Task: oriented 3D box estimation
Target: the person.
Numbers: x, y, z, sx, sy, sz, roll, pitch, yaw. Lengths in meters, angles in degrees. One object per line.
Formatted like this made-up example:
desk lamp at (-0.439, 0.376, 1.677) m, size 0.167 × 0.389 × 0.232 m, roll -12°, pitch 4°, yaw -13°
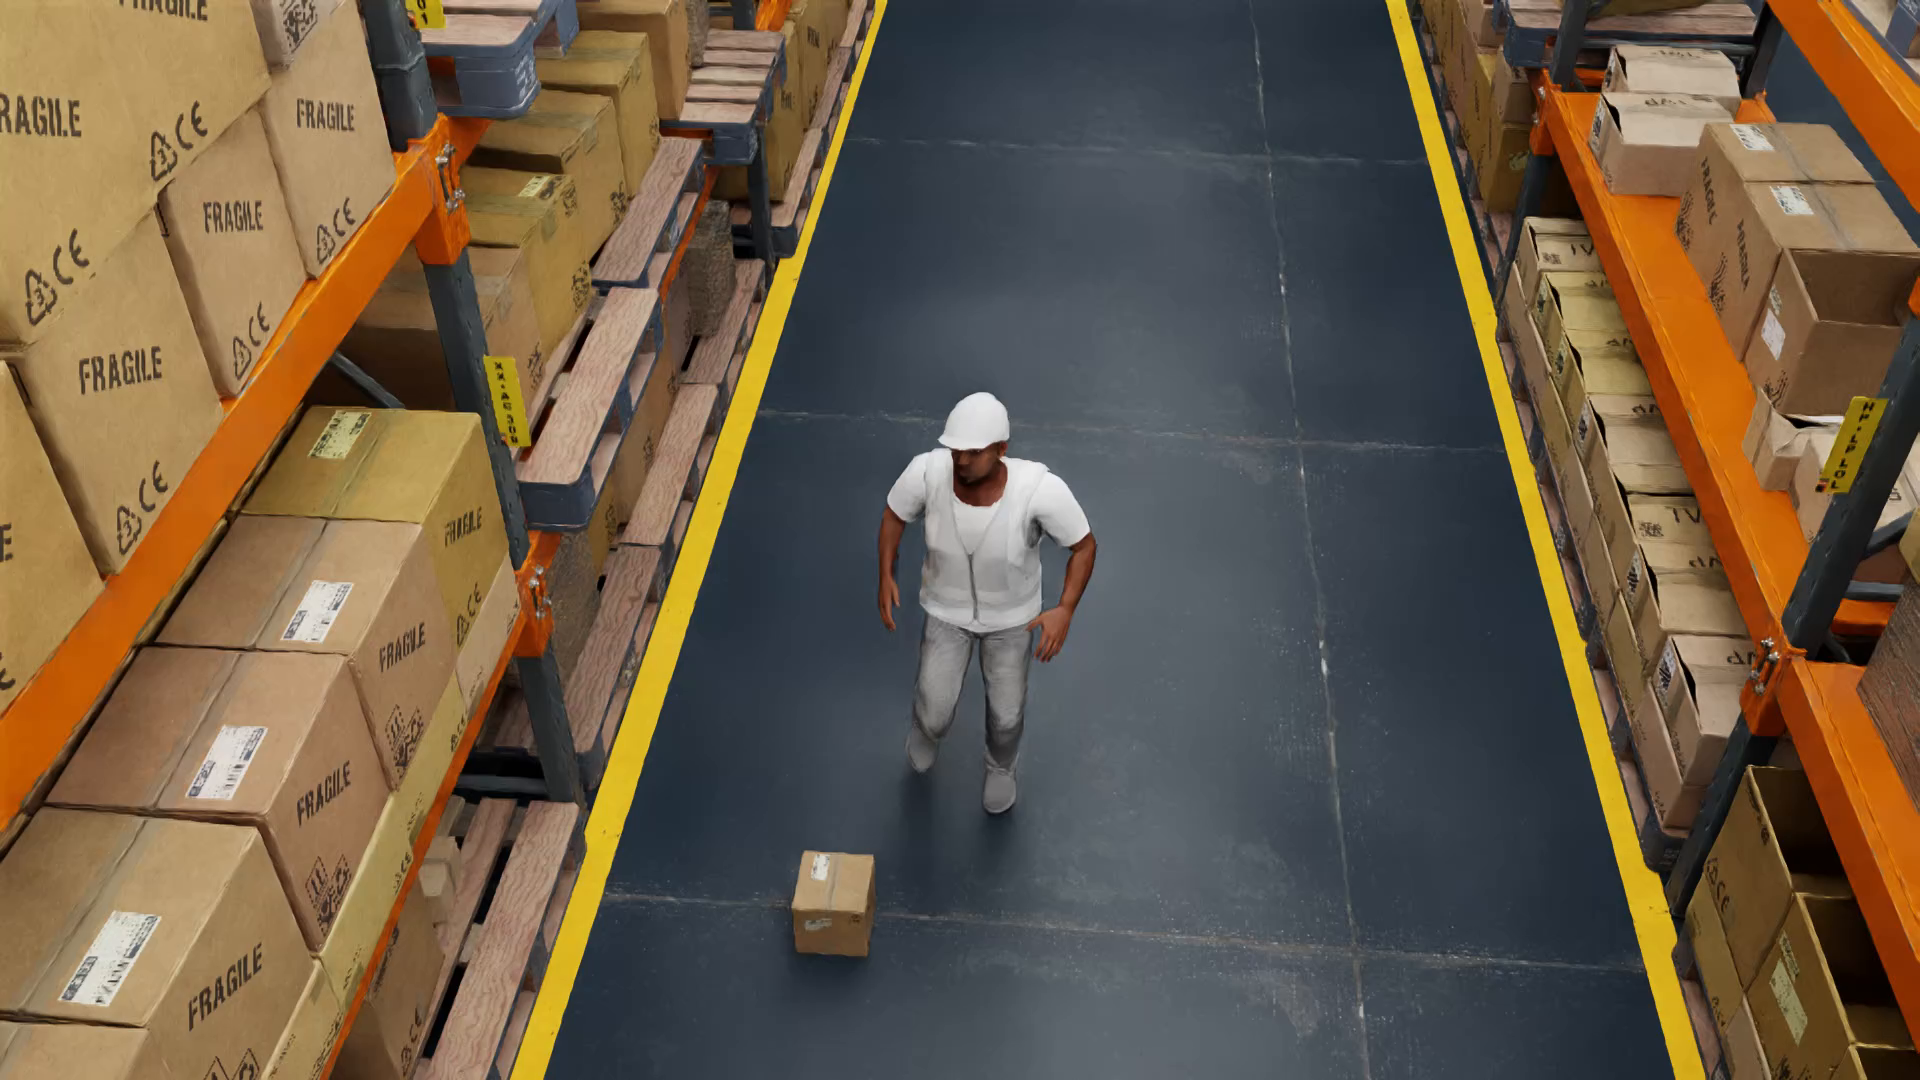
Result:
person at (0.079, 0.263, 5.848) m, size 0.766 × 1.737 × 0.516 m, roll 4°, pitch 40°, yaw 5°
